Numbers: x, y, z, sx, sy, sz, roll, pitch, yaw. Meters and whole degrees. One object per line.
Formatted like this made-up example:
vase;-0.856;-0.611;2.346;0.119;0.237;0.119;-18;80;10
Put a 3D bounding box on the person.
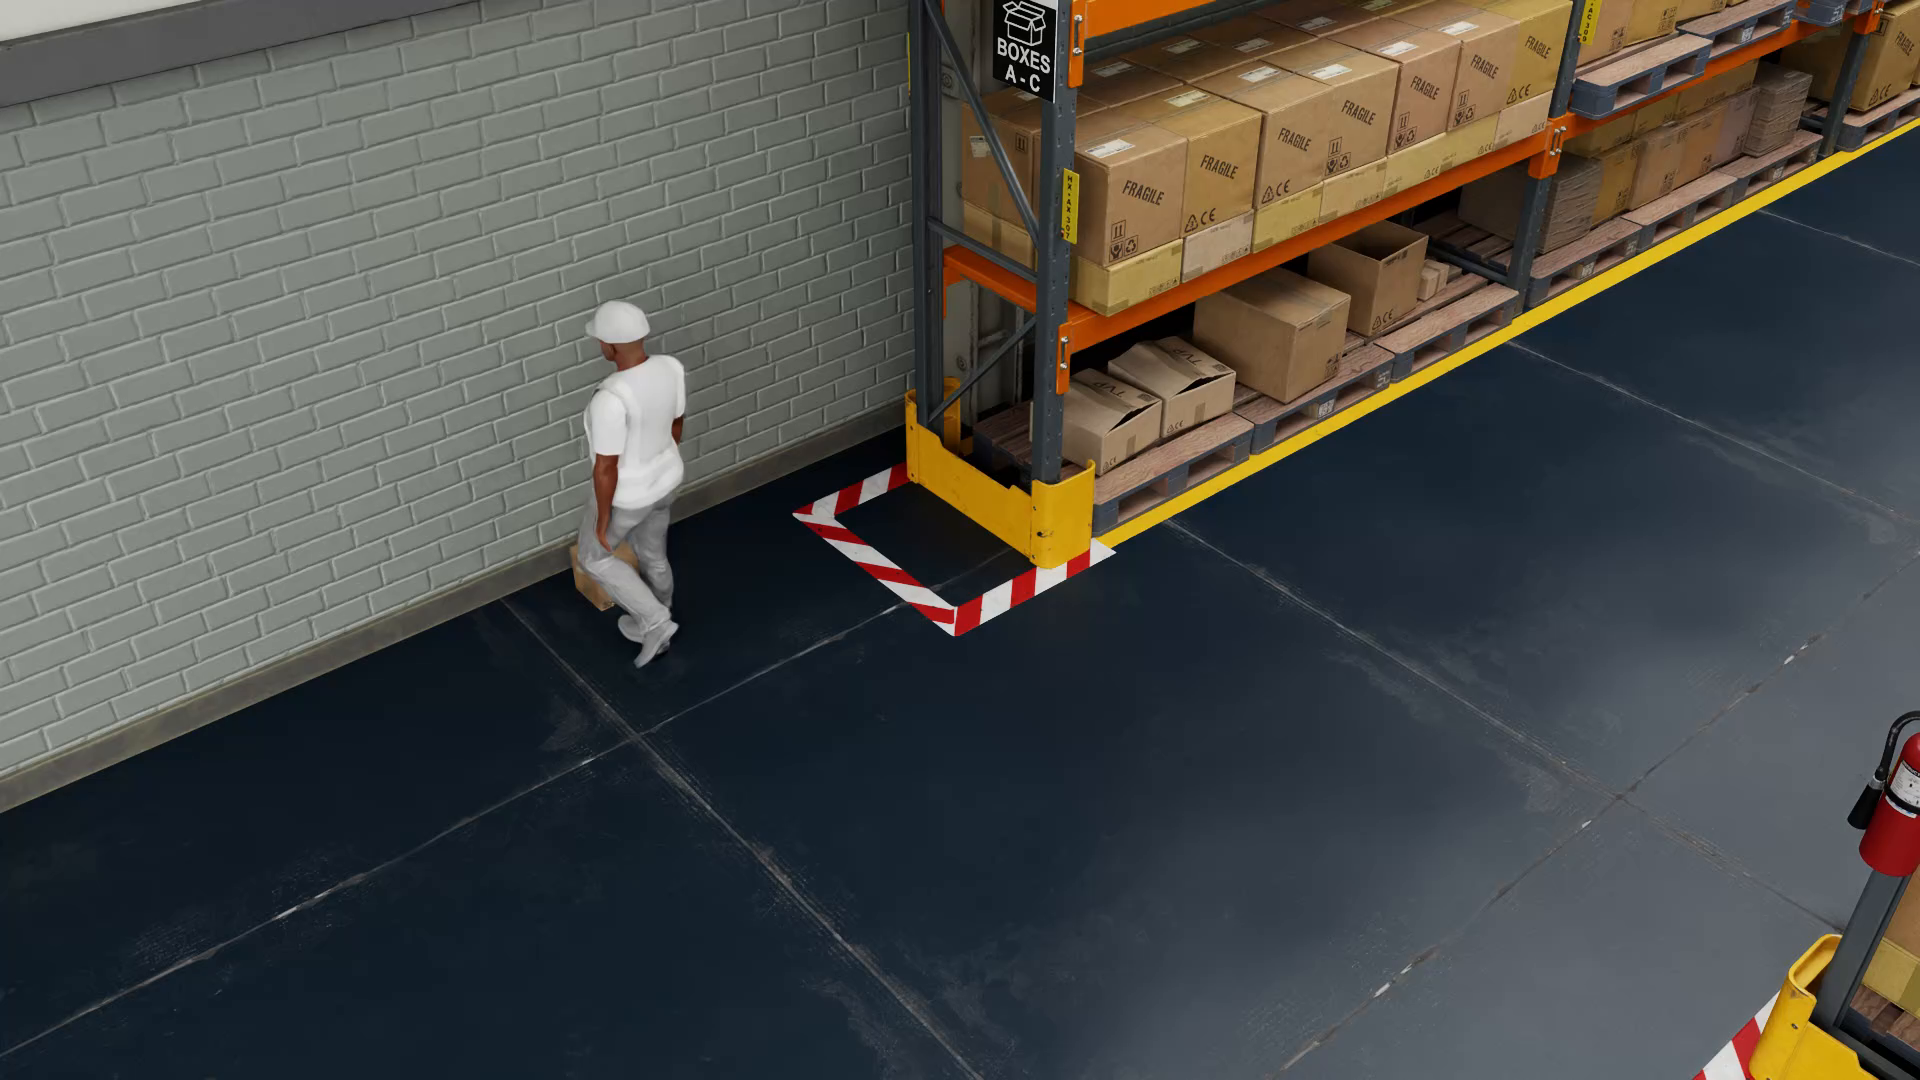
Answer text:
person;-1.410;-0.230;7.345;0.503;1.771;0.628;20;40;25
